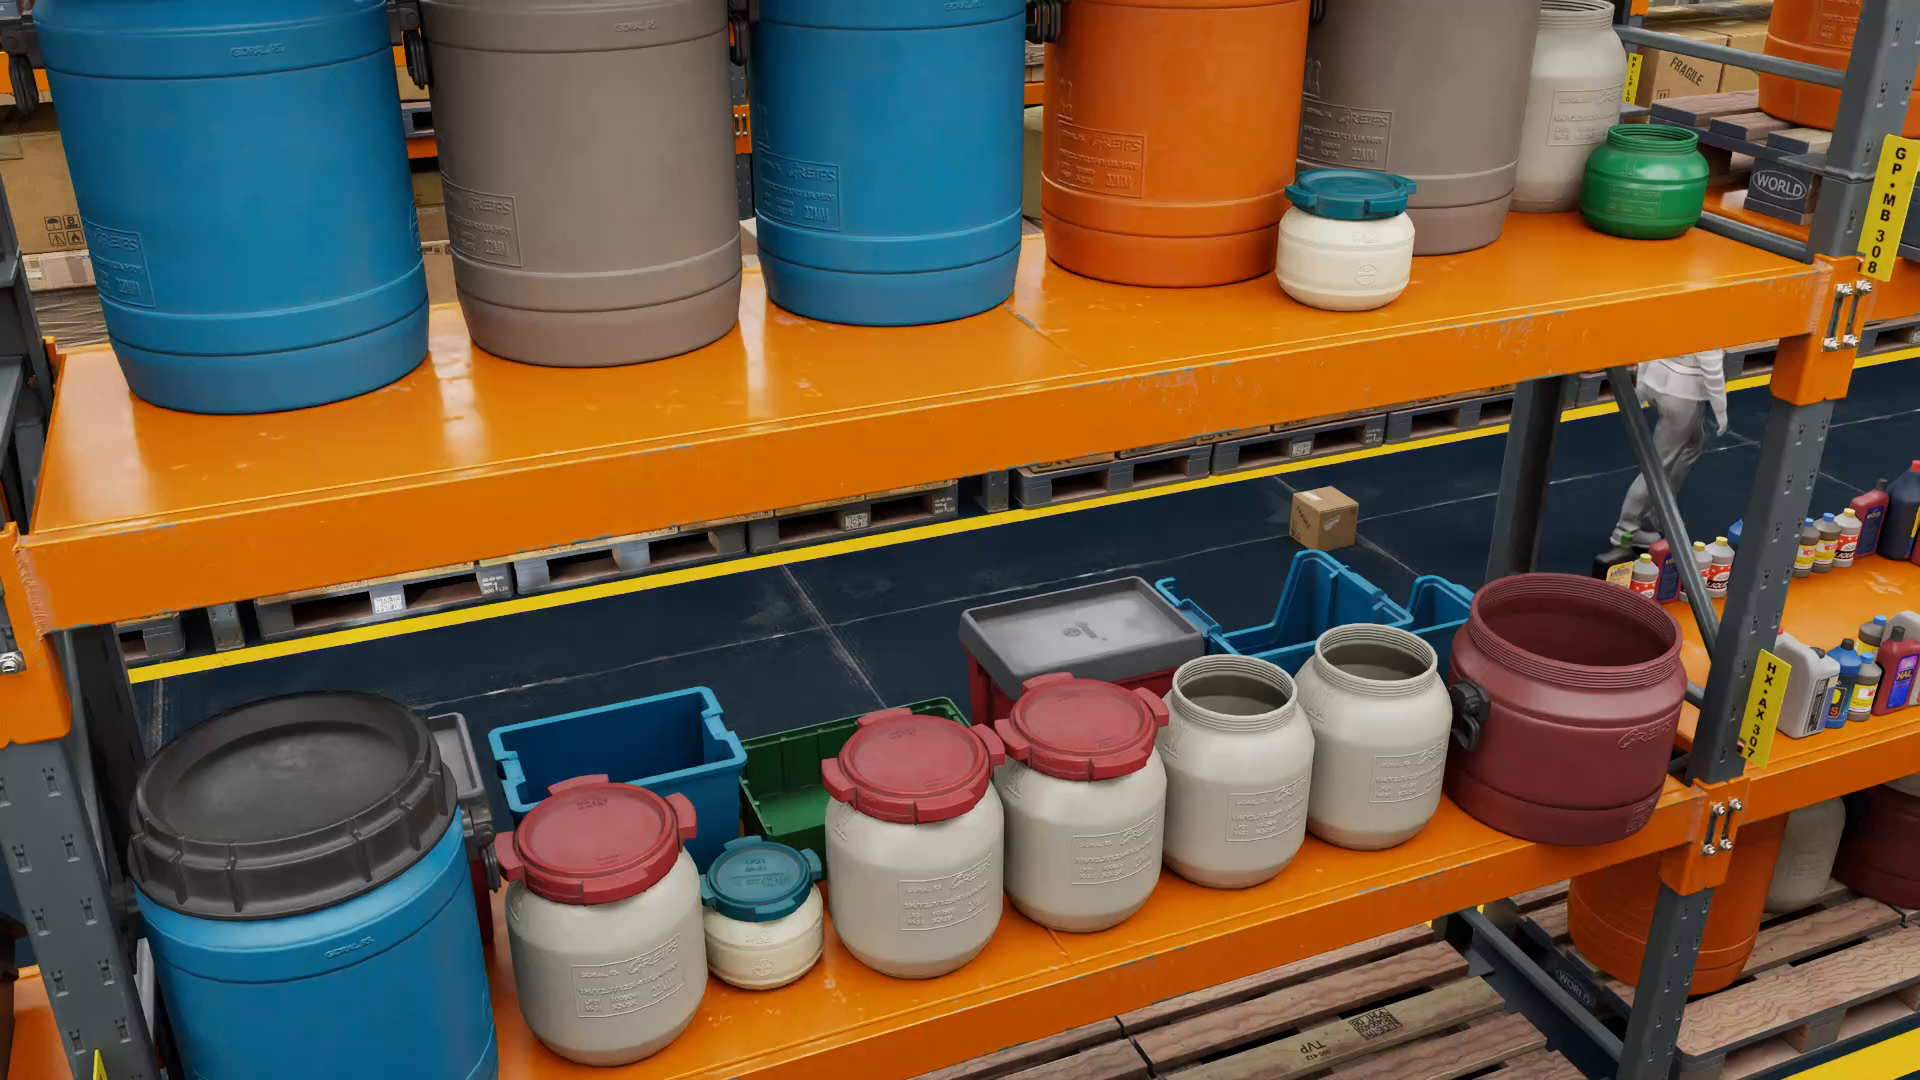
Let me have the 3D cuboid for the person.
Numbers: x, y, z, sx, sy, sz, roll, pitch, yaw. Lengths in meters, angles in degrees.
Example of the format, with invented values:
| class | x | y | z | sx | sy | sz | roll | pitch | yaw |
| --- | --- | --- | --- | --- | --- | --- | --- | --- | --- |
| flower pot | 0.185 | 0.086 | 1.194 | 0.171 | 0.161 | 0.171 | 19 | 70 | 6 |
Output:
| class | x | y | z | sx | sy | sz | roll | pitch | yaw |
| --- | --- | --- | --- | --- | --- | --- | --- | --- | --- |
| person | 3.709 | -0.714 | 8.546 | 0.506 | 1.728 | 0.526 | -3 | 26 | -6 |
